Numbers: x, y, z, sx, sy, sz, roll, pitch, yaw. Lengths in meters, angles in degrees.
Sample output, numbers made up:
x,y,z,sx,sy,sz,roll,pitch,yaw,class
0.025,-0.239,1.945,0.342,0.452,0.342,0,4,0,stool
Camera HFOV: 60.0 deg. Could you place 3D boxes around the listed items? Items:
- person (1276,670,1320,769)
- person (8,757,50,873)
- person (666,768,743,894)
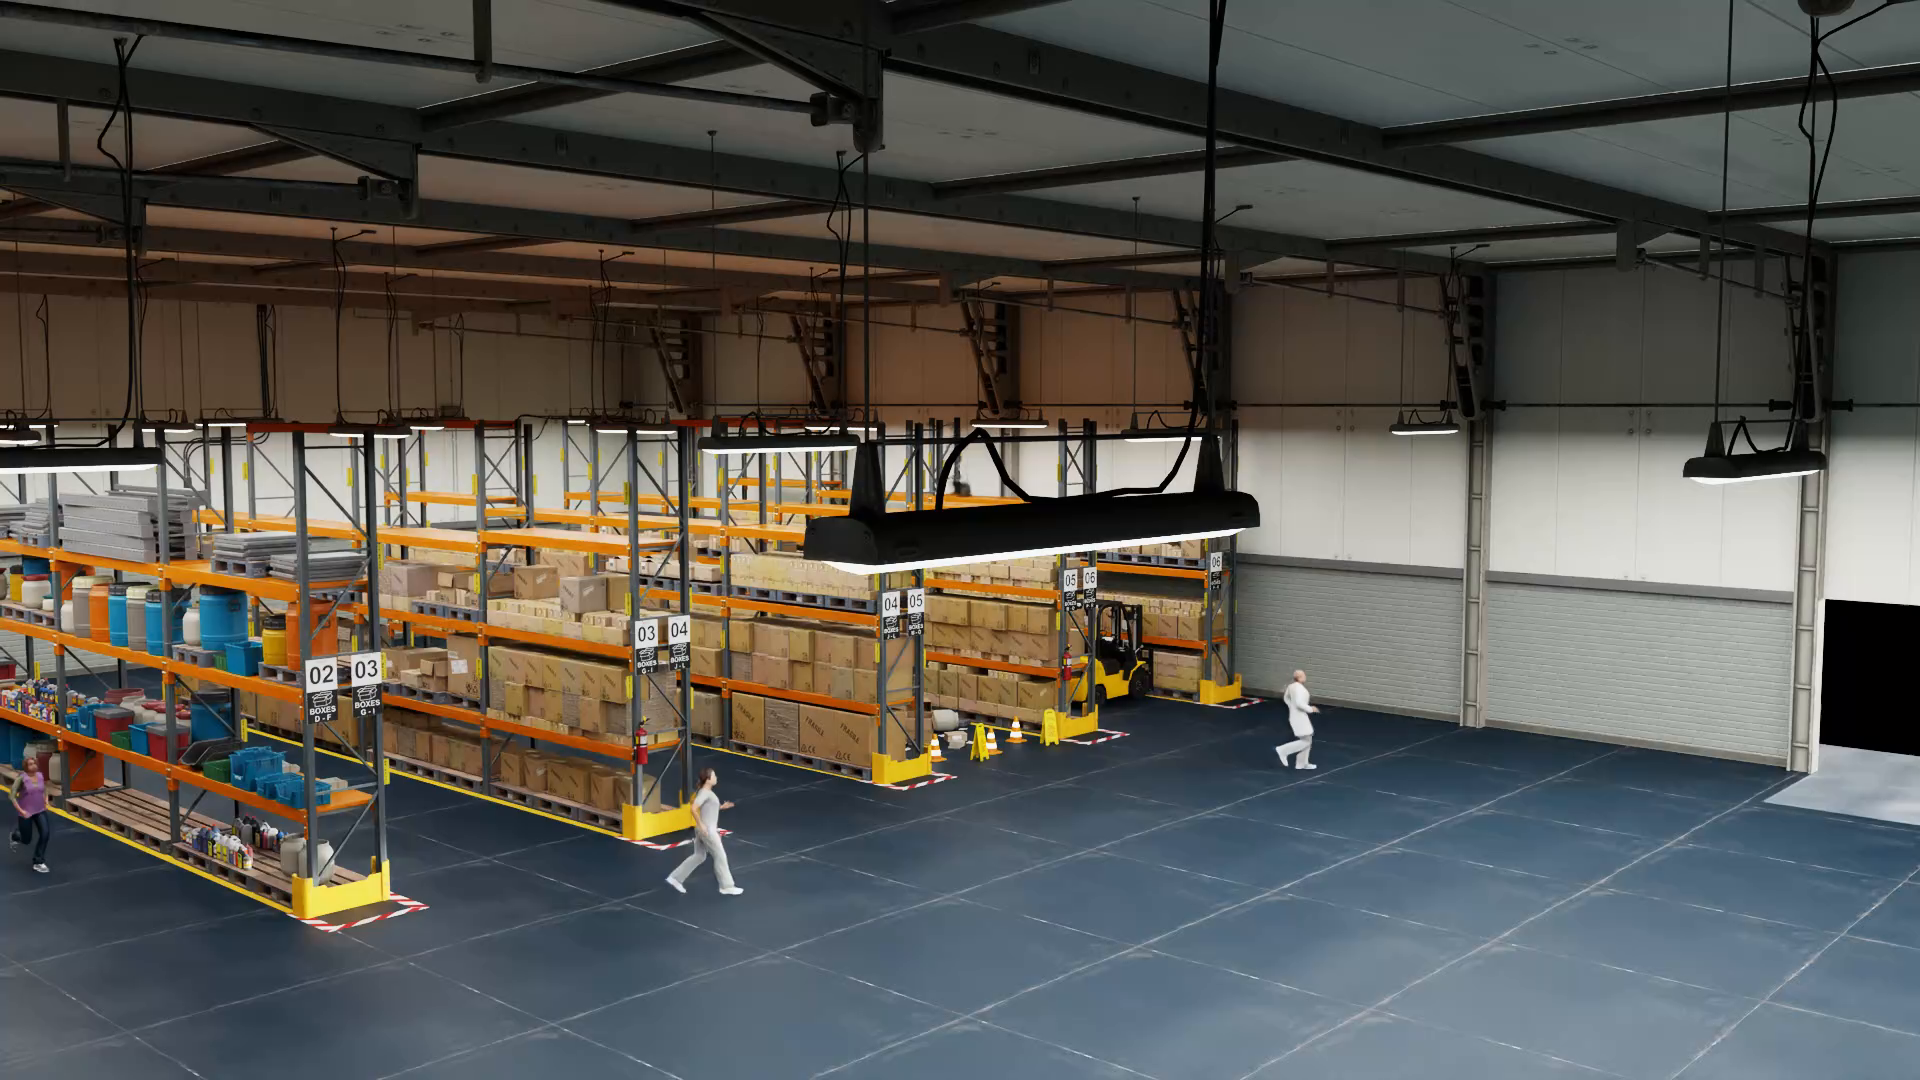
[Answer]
x,y,z,sx,sy,sz,roll,pitch,yaw,class
5.822,3.111,28.767,0.751,1.734,0.709,0,5,-3,person
-12.676,3.722,22.668,0.761,1.558,0.539,3,6,37,person
-3.265,3.729,21.242,0.969,1.660,0.562,-1,5,-16,person
